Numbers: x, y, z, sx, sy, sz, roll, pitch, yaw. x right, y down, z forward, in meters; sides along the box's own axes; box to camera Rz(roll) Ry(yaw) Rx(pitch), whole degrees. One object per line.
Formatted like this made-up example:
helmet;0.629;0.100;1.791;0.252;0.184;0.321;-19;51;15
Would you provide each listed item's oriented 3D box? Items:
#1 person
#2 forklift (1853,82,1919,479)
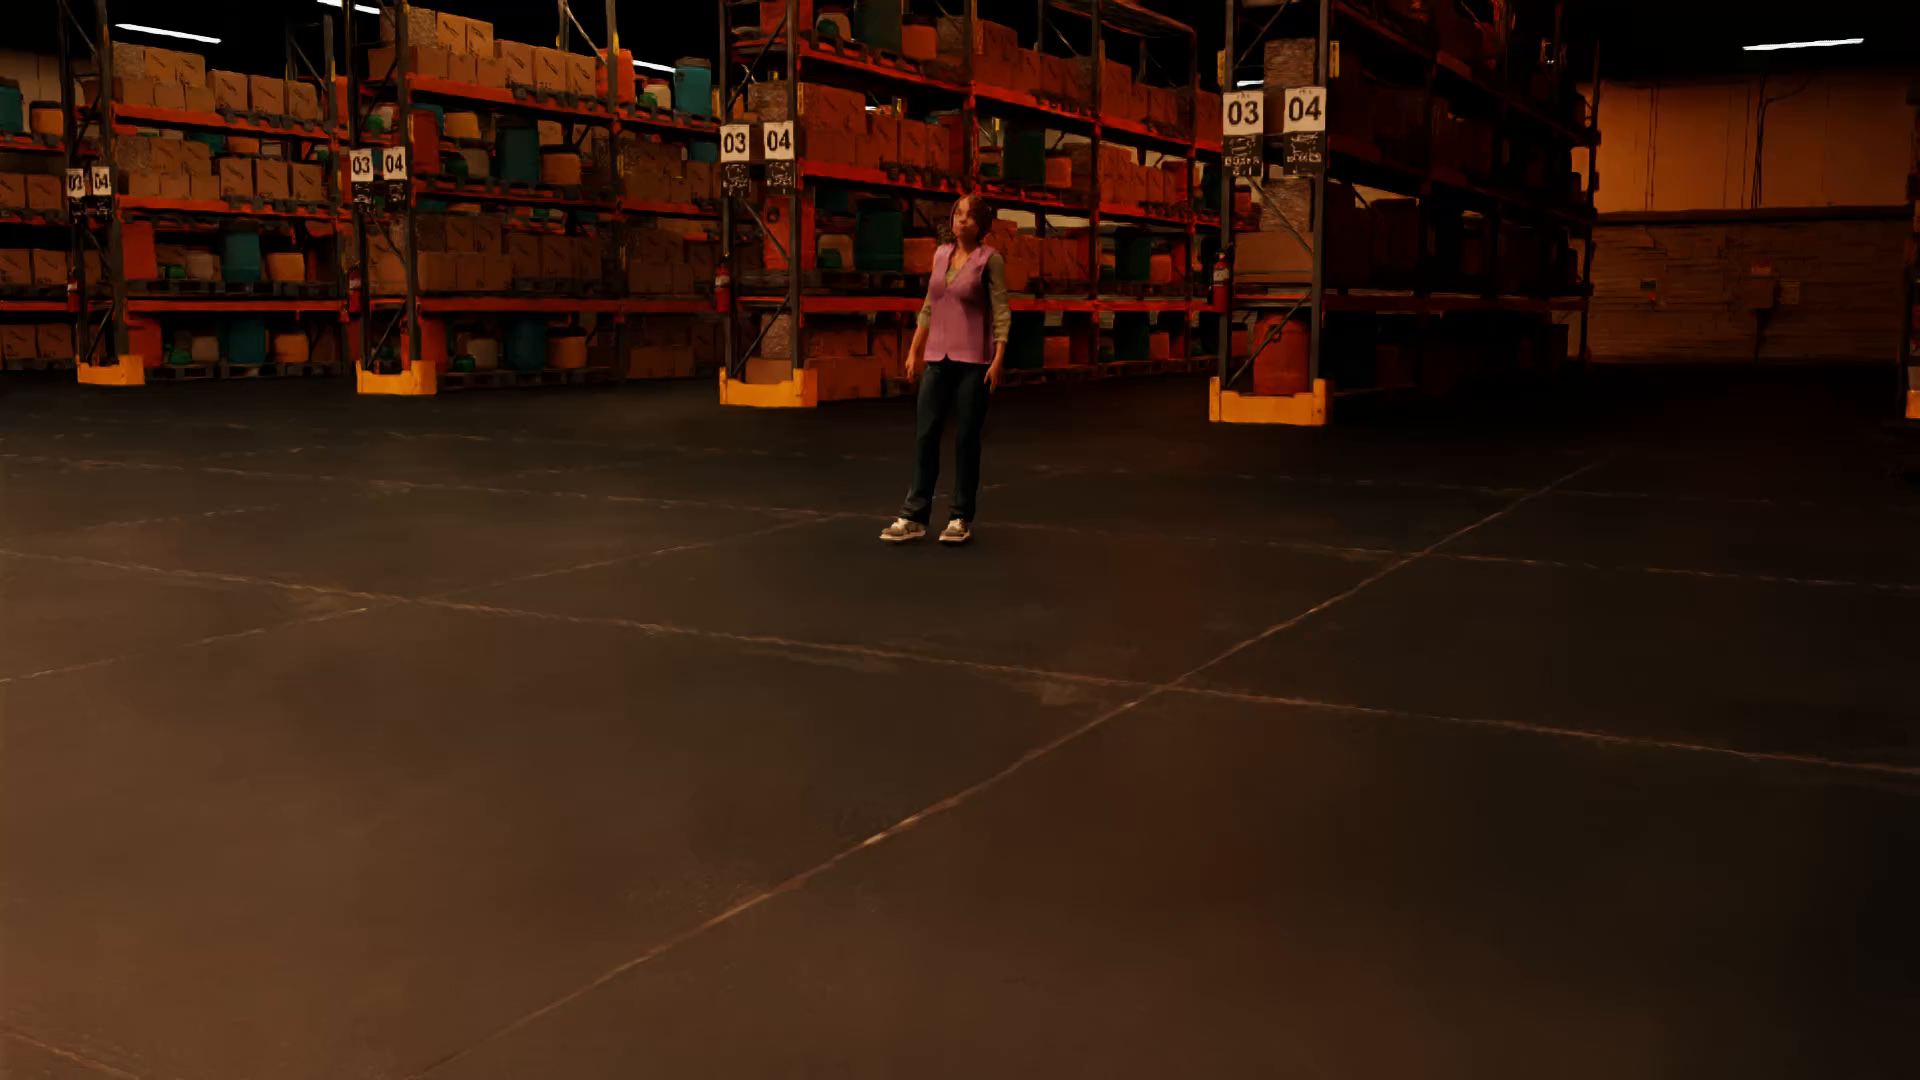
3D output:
person;-0.048;-0.790;7.646;0.520;1.597;0.474;4;9;29
forklift;6.533;-1.821;10.286;1.130;2.935;3.031;1;8;9
